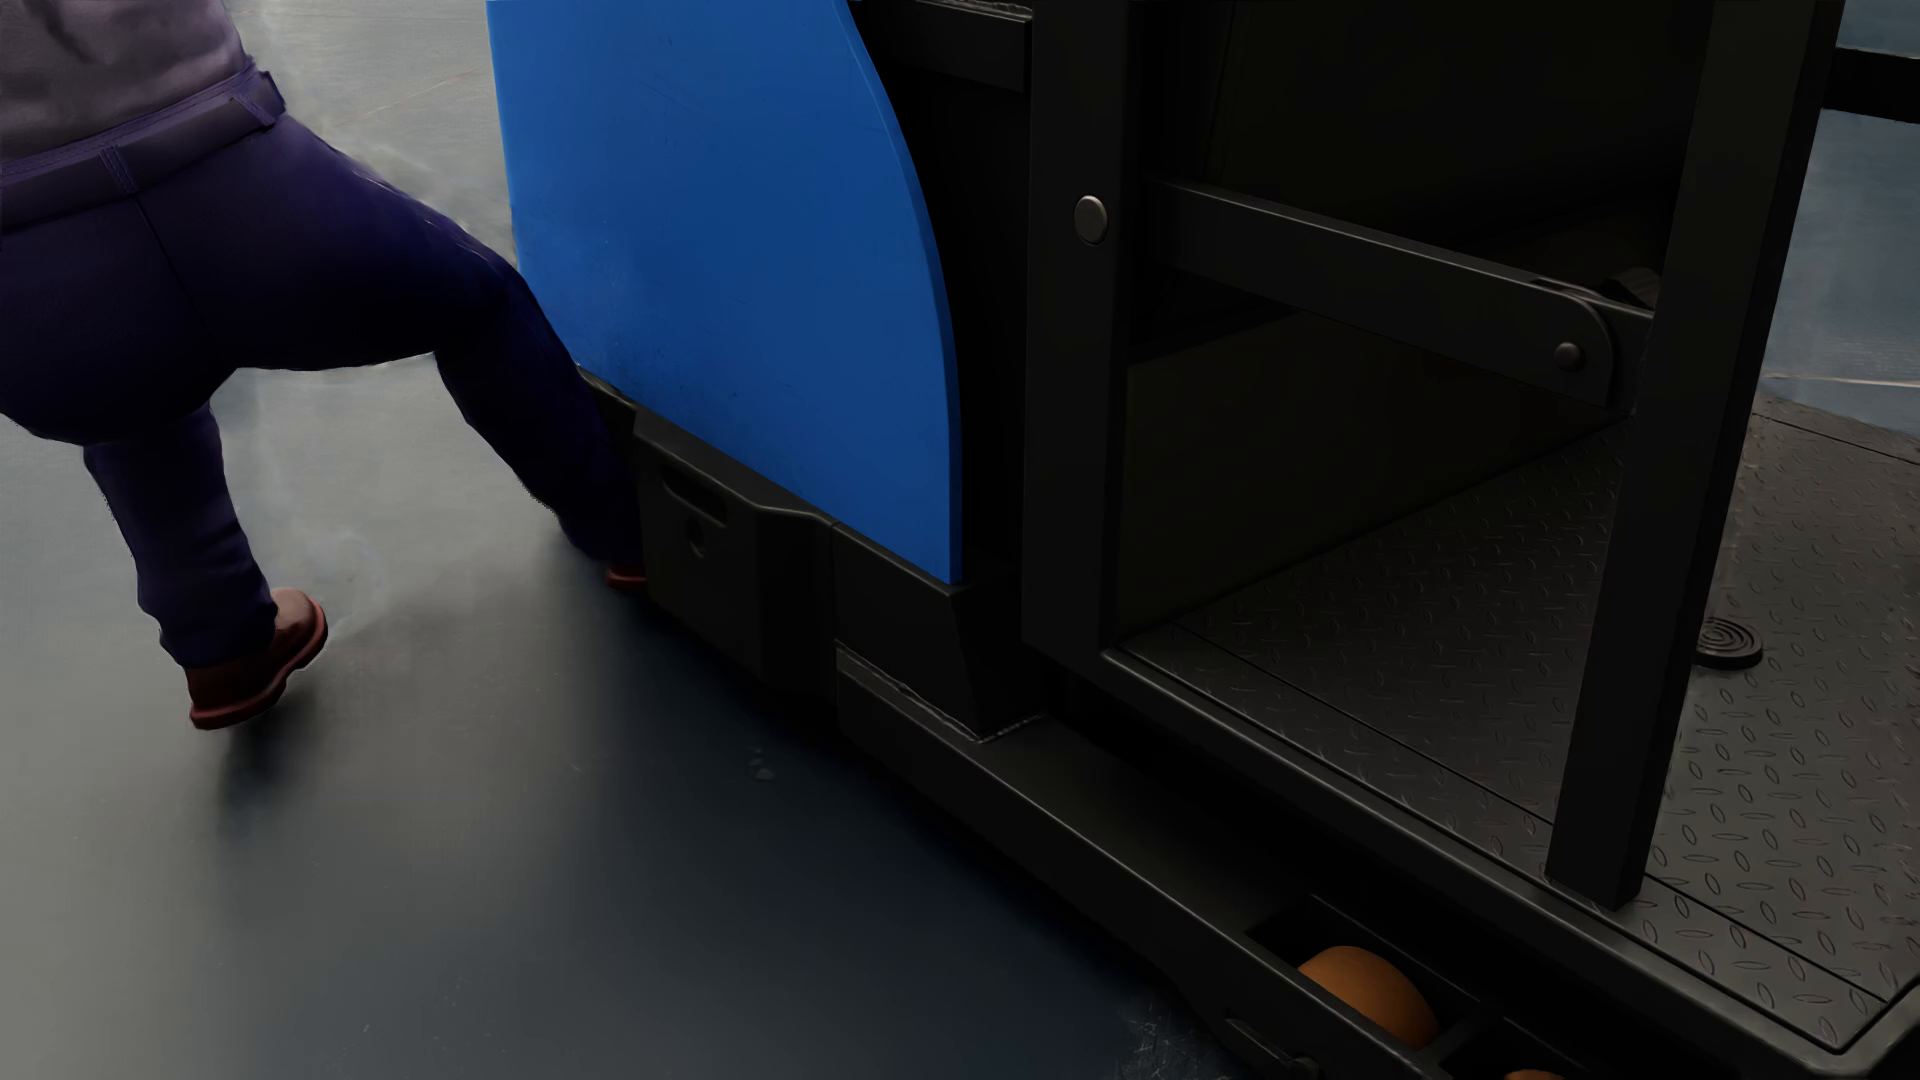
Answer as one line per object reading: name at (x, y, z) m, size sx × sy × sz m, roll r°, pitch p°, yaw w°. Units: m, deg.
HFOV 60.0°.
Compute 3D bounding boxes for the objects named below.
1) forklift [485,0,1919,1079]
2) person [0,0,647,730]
forklift at (0.672, -0.970, 1.168) m, size 1.130 × 2.935 × 3.031 m, roll -20°, pitch 33°, yaw -34°
person at (-0.946, -0.347, 1.805) m, size 1.526 × 1.263 × 0.760 m, roll -16°, pitch 31°, yaw -29°
